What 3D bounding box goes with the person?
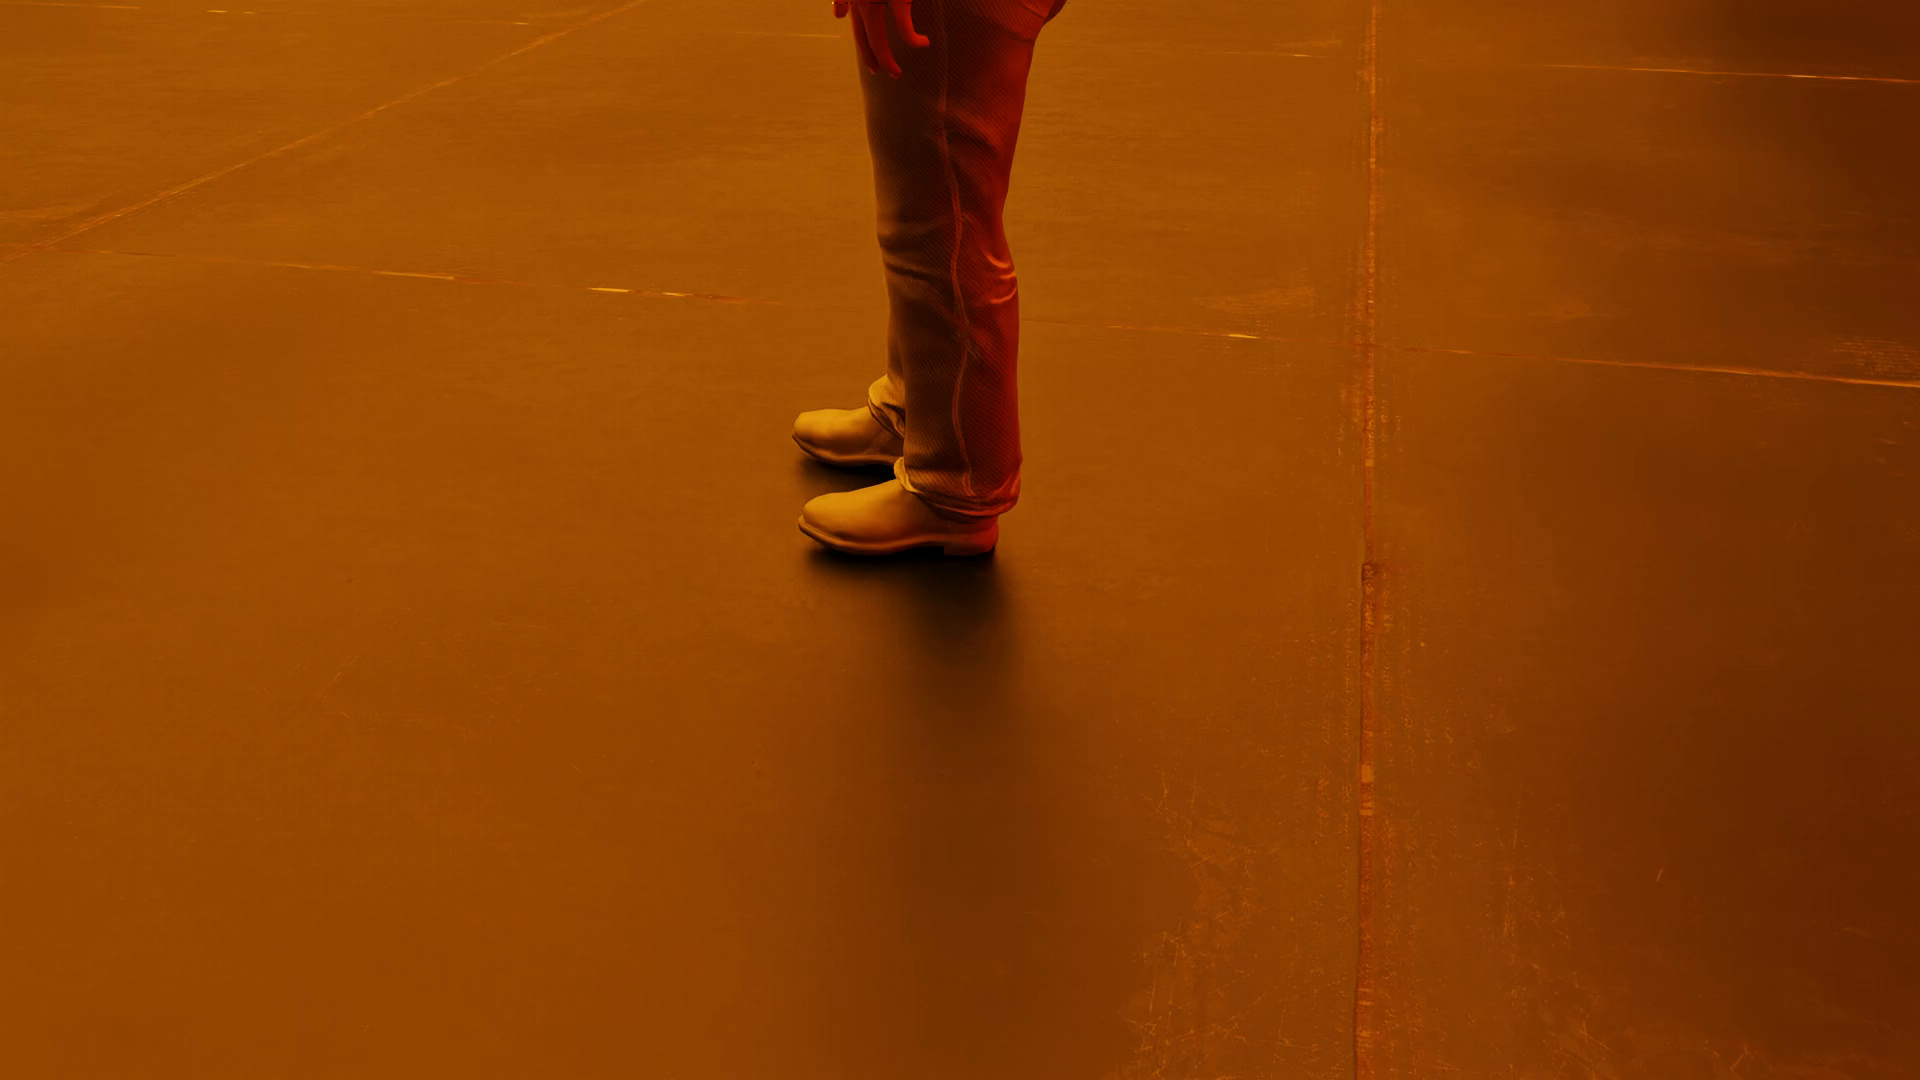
[{"bbox_3d":[-0.060,-0.808,2.116,0.566,1.775,0.633,6,27,11],"label":"person"}]
